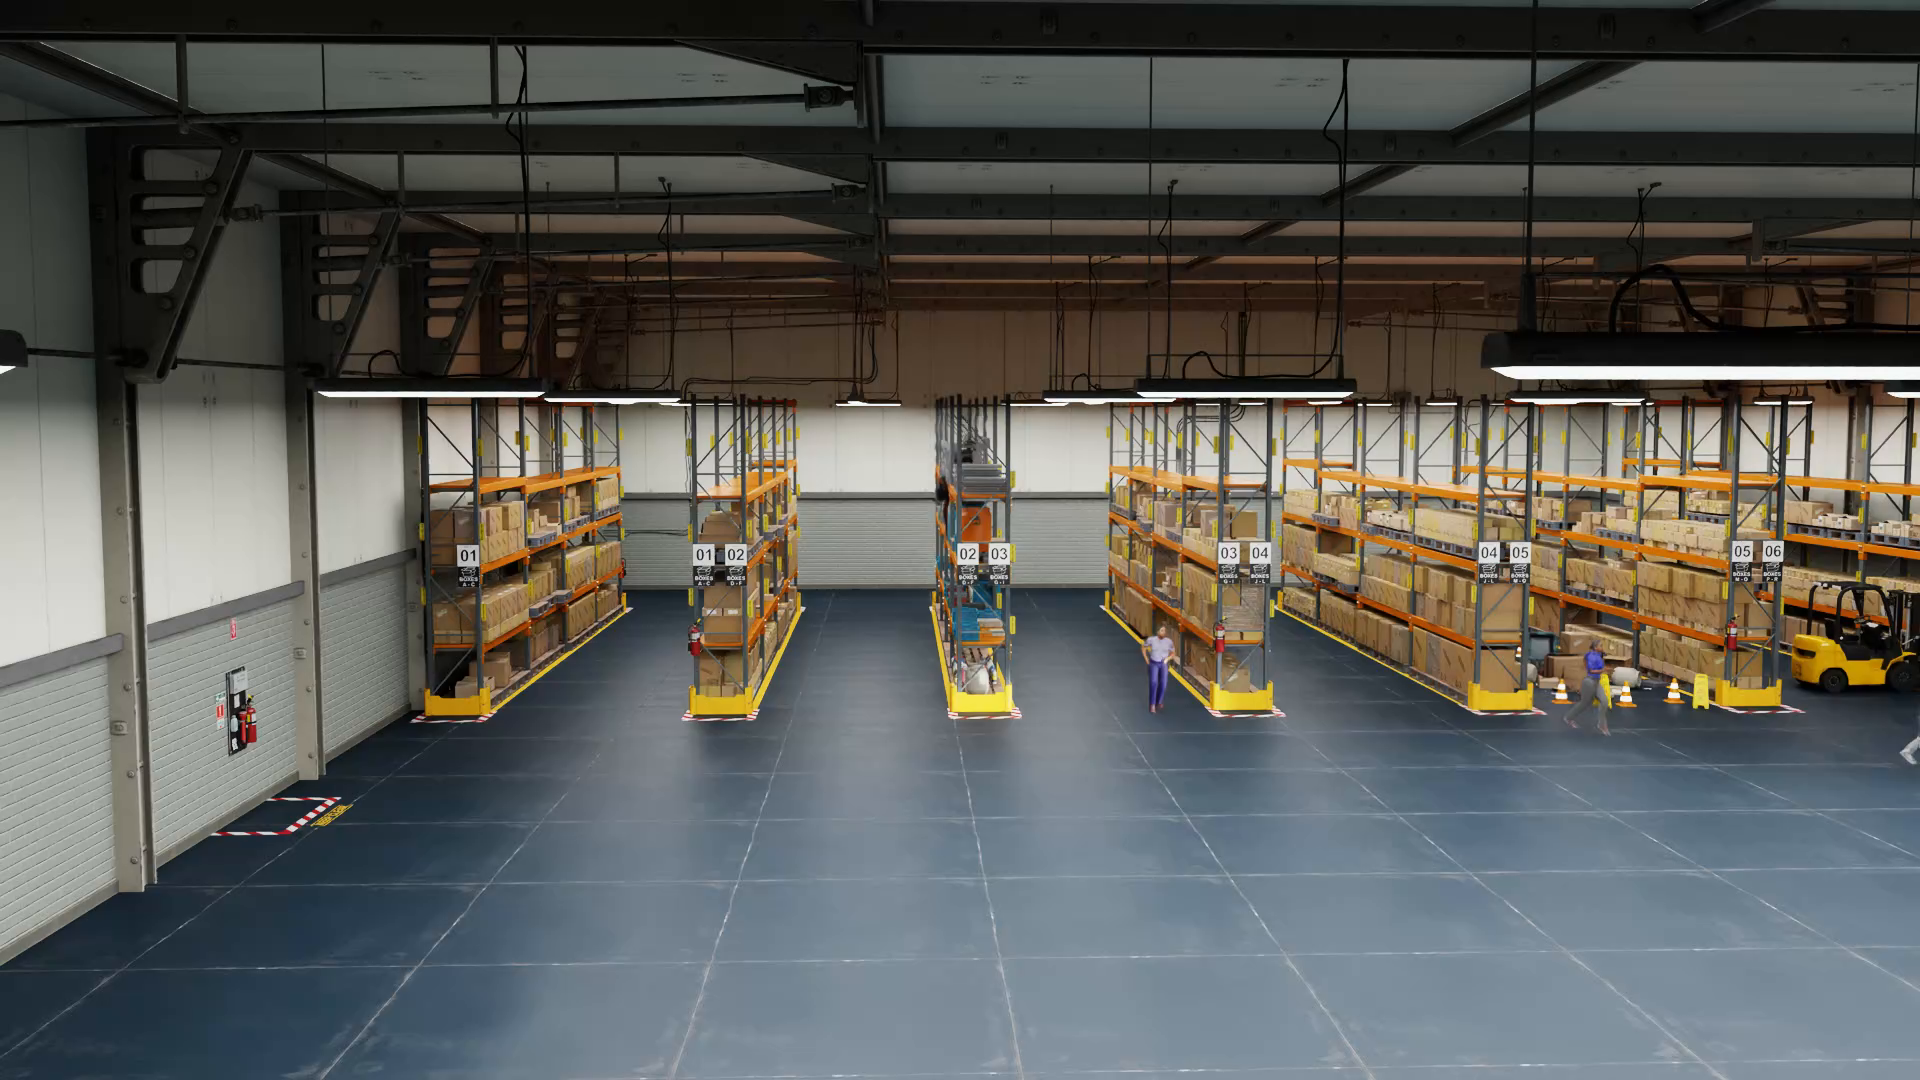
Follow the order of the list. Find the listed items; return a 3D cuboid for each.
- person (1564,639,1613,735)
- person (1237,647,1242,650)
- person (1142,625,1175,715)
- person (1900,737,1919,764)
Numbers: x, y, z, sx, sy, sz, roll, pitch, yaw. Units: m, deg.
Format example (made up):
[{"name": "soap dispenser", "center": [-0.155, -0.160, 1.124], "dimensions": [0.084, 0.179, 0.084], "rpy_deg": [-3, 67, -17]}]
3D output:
[{"name": "person", "center": [11.123, 2.602, 29.407], "dimensions": [0.844, 1.732, 0.562], "rpy_deg": [4, 6, 41]}, {"name": "person", "center": [6.590, 1.676, 39.895], "dimensions": [0.660, 1.830, 0.905], "rpy_deg": [0, 5, 3]}, {"name": "person", "center": [3.774, 2.441, 31.495], "dimensions": [0.609, 1.688, 0.698], "rpy_deg": [0, 5, -5]}, {"name": "person", "center": [15.402, 2.837, 26.235], "dimensions": [0.612, 1.695, 0.992], "rpy_deg": [-3, 6, -37]}]
